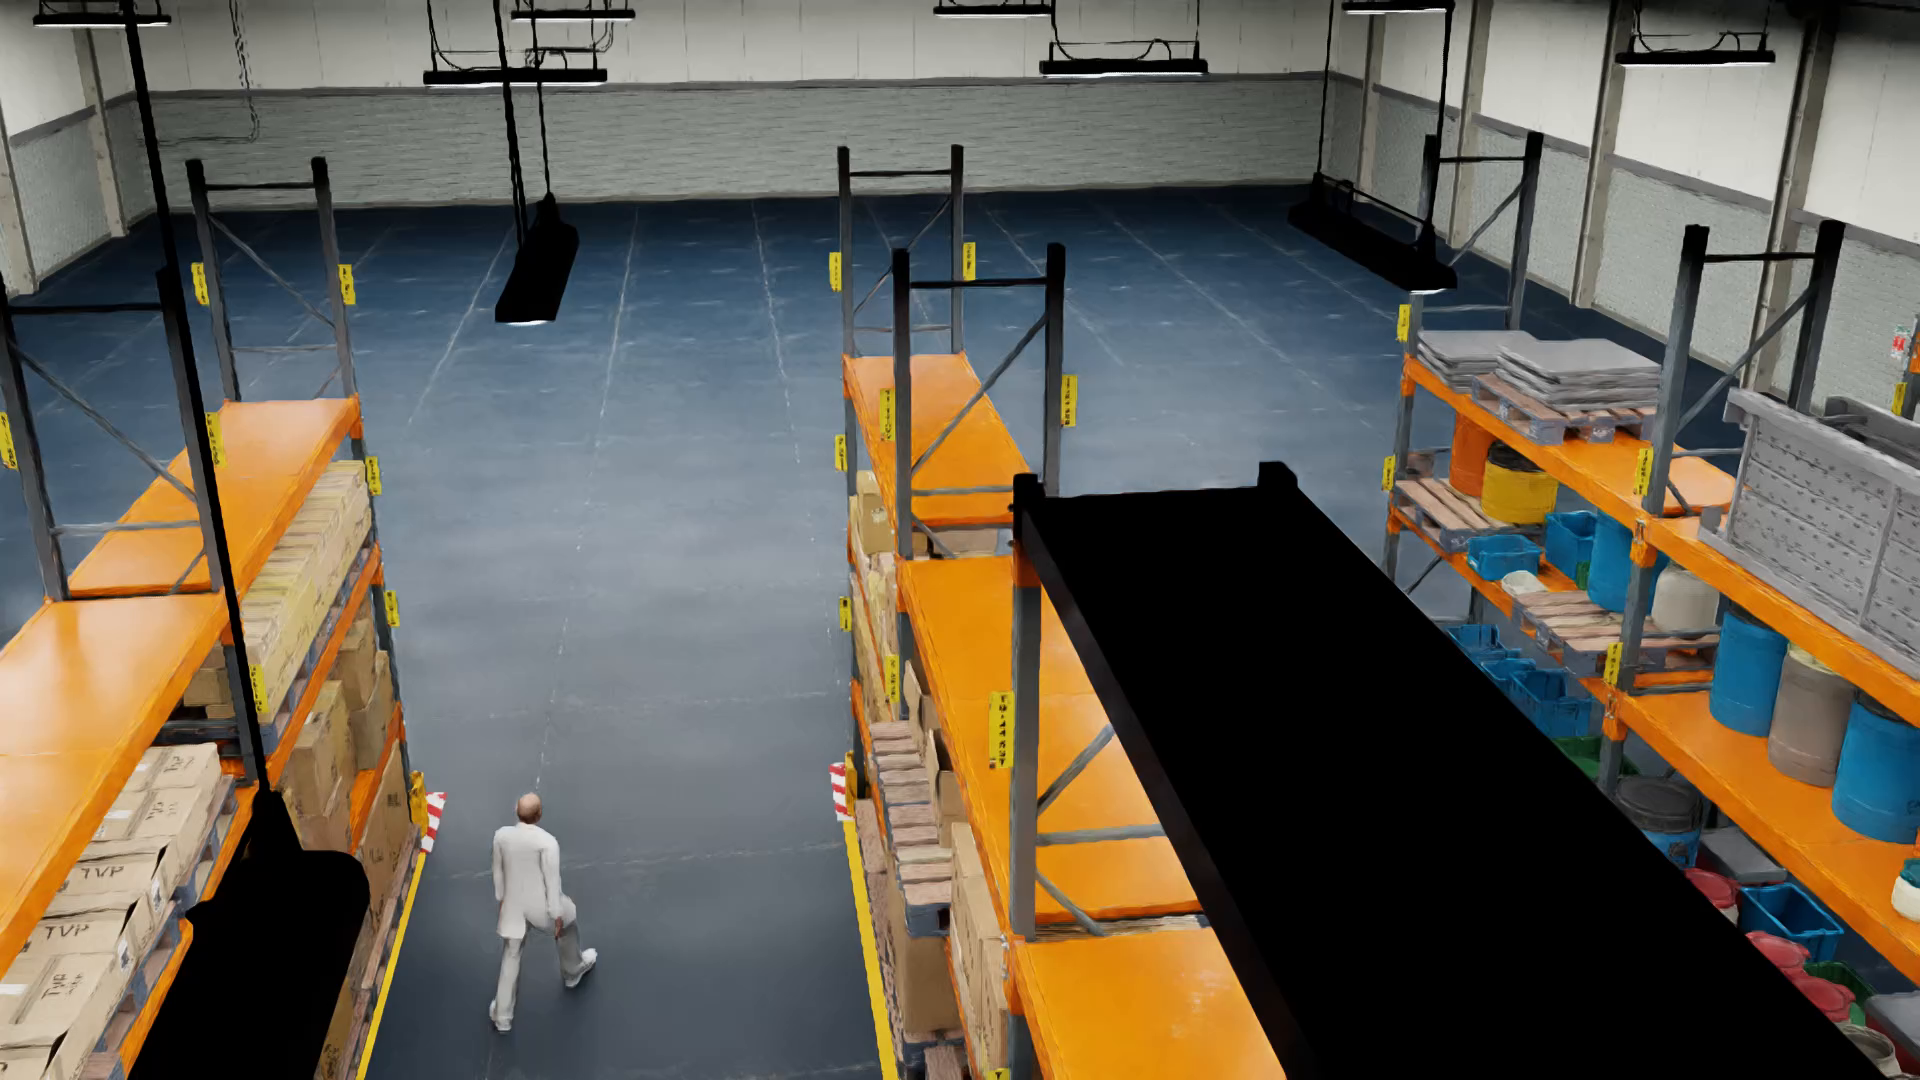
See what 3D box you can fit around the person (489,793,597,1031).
[{"bbox_3d":[-3.209,2.713,12.462,0.633,1.727,1.044,5,22,12],"label":"person"}]
